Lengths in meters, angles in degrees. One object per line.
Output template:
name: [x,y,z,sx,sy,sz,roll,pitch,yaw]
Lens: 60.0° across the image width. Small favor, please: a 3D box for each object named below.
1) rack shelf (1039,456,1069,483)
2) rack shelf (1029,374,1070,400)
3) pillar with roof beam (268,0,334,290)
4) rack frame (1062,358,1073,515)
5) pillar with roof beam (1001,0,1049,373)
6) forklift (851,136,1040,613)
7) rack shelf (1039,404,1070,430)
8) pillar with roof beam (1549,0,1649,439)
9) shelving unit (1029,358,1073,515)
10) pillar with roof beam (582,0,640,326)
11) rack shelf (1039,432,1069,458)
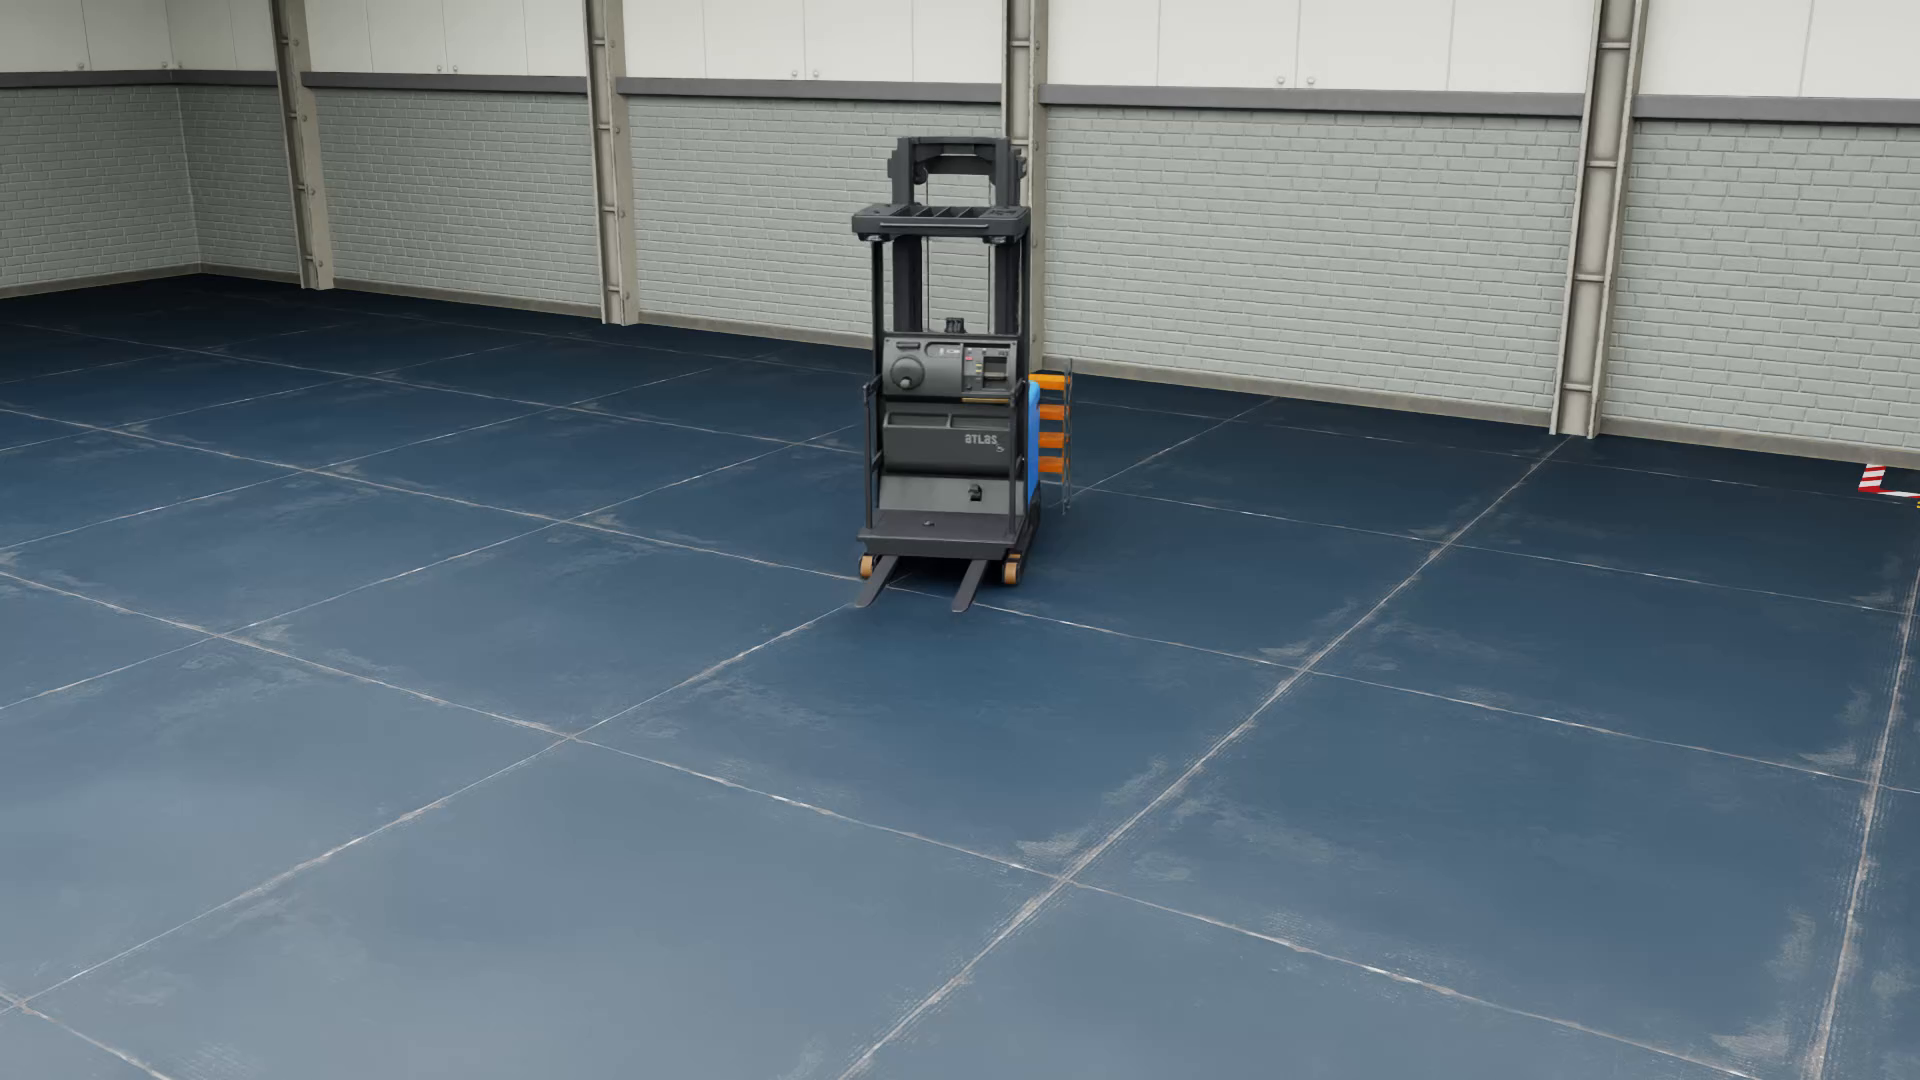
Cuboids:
rack shelf: [0.604,-0.571,13.109,0.480,0.148,0.258,4,17,14]
rack shelf: [0.604,-1.201,12.918,0.480,0.148,0.258,4,17,14]
pillar with roof beam: [-11.789,-6.986,19.897,0.400,9.000,9.100,10,20,30]
rack frame: [0.840,-0.807,12.972,0.015,1.200,0.240,4,17,14]
pillar with roof beam: [-1.563,-5.161,13.888,0.400,9.000,9.100,10,20,30]
forklift: [-0.099,-1.198,11.284,1.130,2.935,3.031,2,17,8]
rack shelf: [0.604,-0.975,12.987,0.480,0.148,0.258,4,17,14]
pillar with roof beam: [3.549,-4.248,10.884,0.400,9.000,9.100,10,20,30]
shelving unit: [0.604,-0.825,13.032,0.503,1.200,0.258,4,17,14]
pillar with roof beam: [-6.676,-6.073,16.893,0.400,9.000,9.100,10,20,30]
rack shelf: [0.604,-0.761,13.051,0.480,0.148,0.258,4,17,14]
